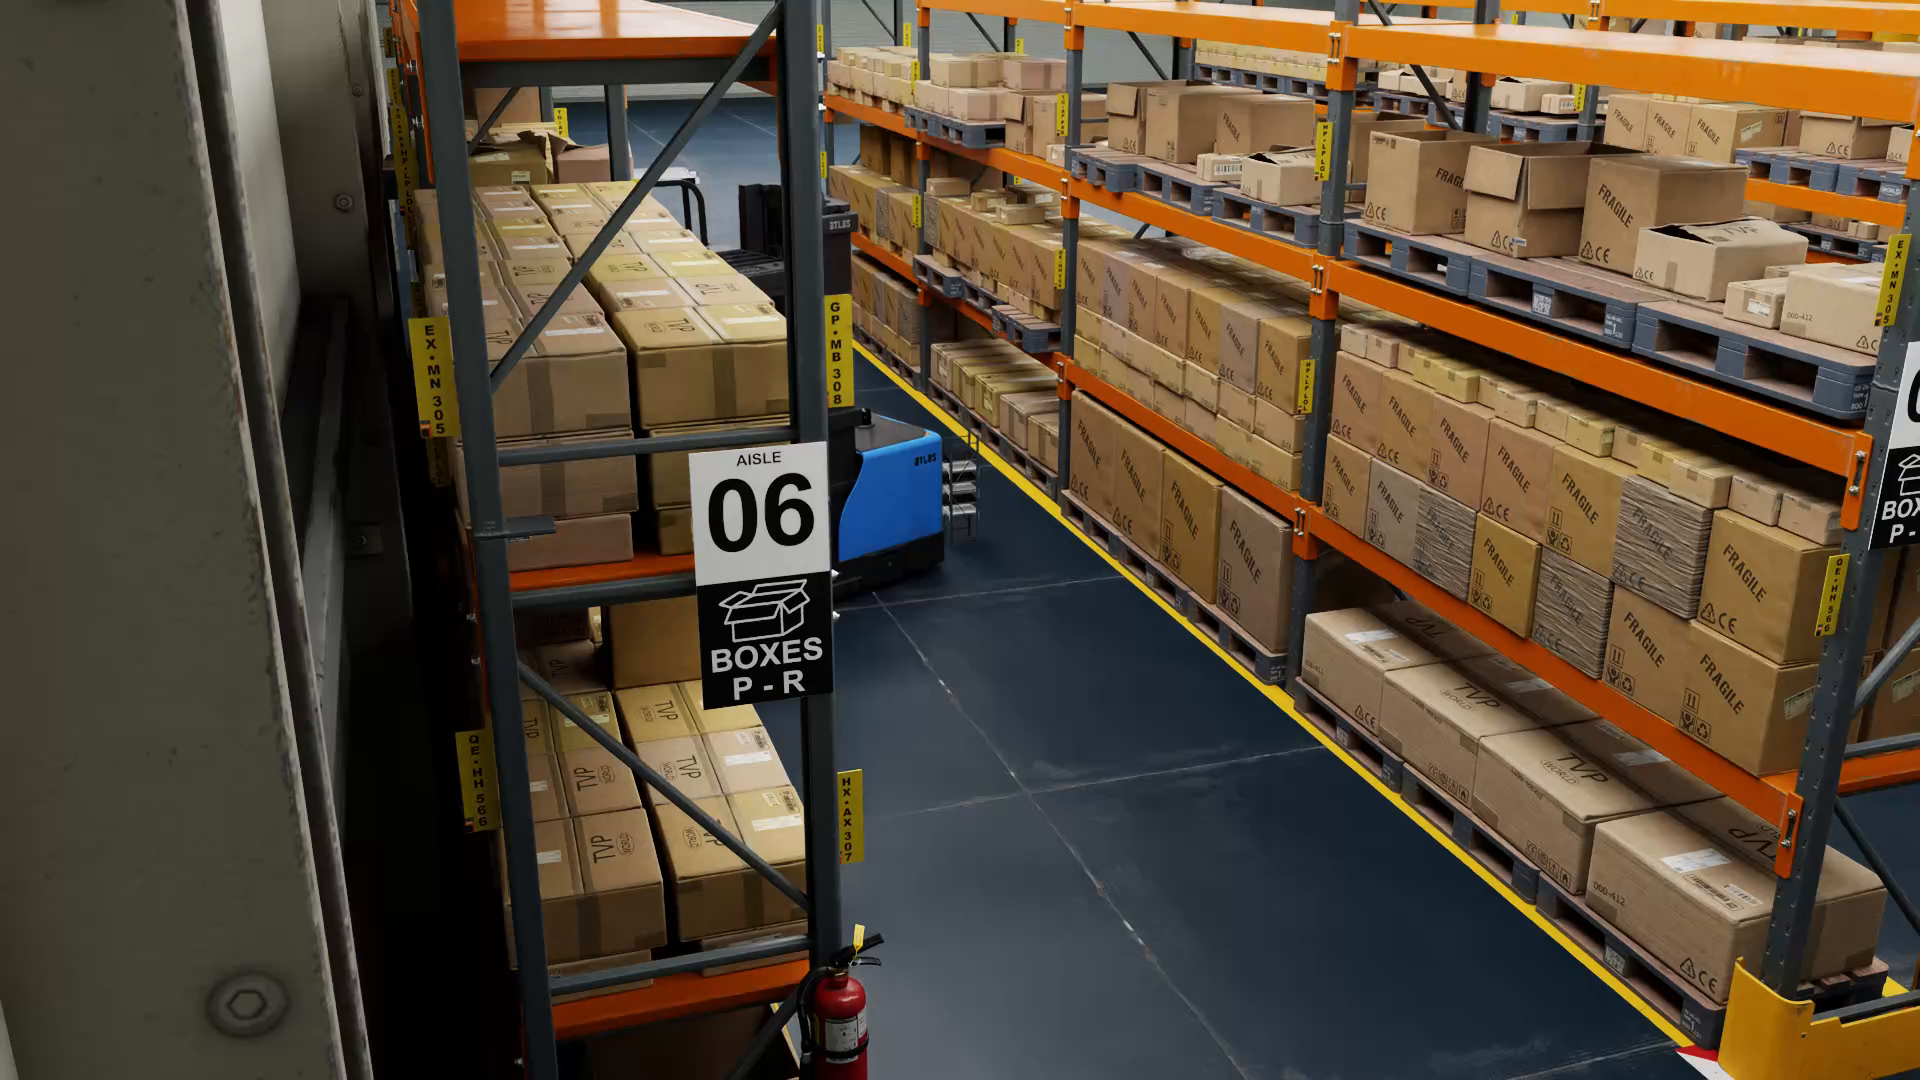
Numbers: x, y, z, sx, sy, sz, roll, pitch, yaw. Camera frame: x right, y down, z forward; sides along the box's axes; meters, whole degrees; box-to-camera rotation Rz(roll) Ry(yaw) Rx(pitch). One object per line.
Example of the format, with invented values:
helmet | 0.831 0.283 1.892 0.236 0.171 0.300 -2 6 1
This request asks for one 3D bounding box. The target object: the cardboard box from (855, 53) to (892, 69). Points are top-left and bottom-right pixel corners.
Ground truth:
cardboard box | -0.974 -5.437 18.871 0.380 0.149 0.250 -6 21 -16

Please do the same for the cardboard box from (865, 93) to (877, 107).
cardboard box | -0.860 -4.978 18.773 0.380 0.149 0.250 -7 21 -19

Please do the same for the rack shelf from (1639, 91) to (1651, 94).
rack shelf | 8.849 -5.804 21.766 1.077 0.370 4.000 -6 21 -17

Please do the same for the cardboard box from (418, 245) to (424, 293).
cardboard box | -2.238 -1.229 7.746 0.500 0.250 0.500 -7 21 -18

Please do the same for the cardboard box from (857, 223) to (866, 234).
cardboard box | -1.029 -3.732 19.741 0.380 0.149 0.250 -6 21 -16

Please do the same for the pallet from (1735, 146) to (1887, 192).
pallet | 6.830 -2.893 12.874 1.213 0.211 1.003 -6 21 -17

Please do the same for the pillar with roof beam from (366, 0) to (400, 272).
pillar with roof beam | -4.334 -8.679 24.267 9.100 9.000 0.400 -6 21 -17

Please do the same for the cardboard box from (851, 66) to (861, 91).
cardboard box | -0.948 -5.286 19.040 0.500 0.250 0.500 -6 21 -16

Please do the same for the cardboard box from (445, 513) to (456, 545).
cardboard box | -3.307 -0.094 11.358 0.380 0.149 0.250 -7 21 -20

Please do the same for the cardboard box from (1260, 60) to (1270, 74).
cardboard box | 3.838 -5.706 20.029 0.380 0.149 0.250 -6 21 -17

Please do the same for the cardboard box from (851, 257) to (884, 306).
cardboard box | -1.020 -3.114 19.985 0.500 0.500 0.500 -7 21 -19

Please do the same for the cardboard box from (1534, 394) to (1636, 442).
cardboard box | 3.021 -0.592 8.042 0.380 0.149 0.250 -6 21 -15

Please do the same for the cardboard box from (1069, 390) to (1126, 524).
cardboard box | 1.465 -0.720 13.506 0.875 0.875 0.875 -7 21 -18

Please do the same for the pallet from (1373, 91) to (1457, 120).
pallet | 5.072 -4.628 17.708 0.805 0.209 1.217 -7 21 -19

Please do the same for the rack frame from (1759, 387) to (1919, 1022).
rack frame | 3.841 0.814 6.712 1.000 3.000 0.127 -6 21 -17

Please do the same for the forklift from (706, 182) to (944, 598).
forklift | -1.551 -0.952 11.731 3.031 2.935 1.130 -17 26 -39

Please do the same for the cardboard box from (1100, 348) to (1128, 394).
cardboard box | 1.420 -1.336 12.920 0.500 0.250 0.500 -7 21 -19

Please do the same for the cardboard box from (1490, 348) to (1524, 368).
cardboard box | 3.128 -0.971 9.095 0.380 0.149 0.250 -7 21 -18

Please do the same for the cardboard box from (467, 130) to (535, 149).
cardboard box | -2.403 -1.986 8.621 0.396 0.266 0.258 -6 21 -17

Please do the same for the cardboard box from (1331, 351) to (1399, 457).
cardboard box | 2.504 -0.808 9.603 0.500 0.500 0.500 -6 21 -17

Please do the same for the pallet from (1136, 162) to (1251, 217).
pallet | 1.934 -2.516 11.826 1.003 0.211 1.213 -5 20 -15

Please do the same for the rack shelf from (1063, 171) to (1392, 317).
rack shelf | 1.955 -2.184 11.687 1.077 0.370 4.000 -6 21 -17

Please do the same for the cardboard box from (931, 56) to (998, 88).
cardboard box | 0.039 -4.422 15.713 0.500 0.250 0.500 -7 21 -18

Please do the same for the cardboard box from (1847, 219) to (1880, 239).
cardboard box | 9.954 -3.447 18.153 0.396 0.266 0.258 -7 21 -19

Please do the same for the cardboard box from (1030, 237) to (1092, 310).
cardboard box | 0.920 -2.254 14.045 0.500 0.500 0.500 -7 21 -19

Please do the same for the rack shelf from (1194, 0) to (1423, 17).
rack shelf | 4.108 -6.533 19.950 1.077 0.370 4.000 -6 21 -17

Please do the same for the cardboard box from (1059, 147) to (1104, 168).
cardboard box | 1.028 -3.125 13.614 0.380 0.149 0.250 -6 21 -17

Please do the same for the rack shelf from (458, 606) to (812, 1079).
rack shelf | -1.498 1.040 7.149 1.077 0.370 4.000 -6 21 -17

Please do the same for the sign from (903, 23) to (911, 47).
sign | -0.655 -6.201 20.496 0.100 0.325 0.005 -6 21 -17

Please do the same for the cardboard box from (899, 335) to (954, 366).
cardboard box | -0.371 -2.101 18.276 0.500 0.250 0.500 -5 20 -15

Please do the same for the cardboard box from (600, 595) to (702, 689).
cardboard box | -1.228 0.265 6.914 0.500 0.500 0.500 -6 21 -16

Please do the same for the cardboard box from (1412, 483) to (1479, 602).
cardboard box | 2.787 -0.016 8.875 0.500 0.500 0.500 -6 21 -17

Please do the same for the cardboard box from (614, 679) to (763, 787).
cardboard box | -1.078 0.775 6.603 0.500 0.250 0.500 -7 21 -18

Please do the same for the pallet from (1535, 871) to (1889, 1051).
pallet | 3.516 1.878 7.875 1.003 0.211 1.213 -6 21 -17

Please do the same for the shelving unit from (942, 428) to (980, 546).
shelving unit | 0.003 -0.421 13.257 0.258 0.900 0.210 -6 21 -17

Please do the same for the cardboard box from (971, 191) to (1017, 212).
cardboard box | 0.321 -3.200 15.720 0.380 0.149 0.250 -5 20 -14

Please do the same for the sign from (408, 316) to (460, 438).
sign | -1.403 -0.433 4.437 0.100 0.325 0.005 -6 21 -17

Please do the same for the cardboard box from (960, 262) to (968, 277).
cardboard box | 0.216 -2.654 16.119 0.380 0.149 0.250 -6 21 -16

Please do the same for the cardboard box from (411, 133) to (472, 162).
cardboard box | -3.400 -2.582 10.923 0.380 0.149 0.250 -6 21 -17

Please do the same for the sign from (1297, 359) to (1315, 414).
sign | 2.072 -0.916 9.934 0.100 0.325 0.005 -6 21 -17

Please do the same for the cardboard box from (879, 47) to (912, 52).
cardboard box | -0.757 -5.825 19.951 0.380 0.149 0.250 -6 21 -16

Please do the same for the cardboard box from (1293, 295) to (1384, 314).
cardboard box | 2.532 -1.319 11.024 0.500 0.500 0.500 -7 21 -18

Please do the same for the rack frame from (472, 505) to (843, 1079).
rack frame | -0.870 1.343 5.240 1.000 3.000 0.127 -6 21 -17

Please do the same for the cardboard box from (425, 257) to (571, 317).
cardboard box | -1.609 -0.818 5.861 0.500 0.250 0.500 -6 21 -17

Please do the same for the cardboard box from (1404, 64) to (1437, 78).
cardboard box | 5.111 -4.971 17.834 0.500 0.250 0.500 -6 21 -17

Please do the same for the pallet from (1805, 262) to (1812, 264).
pallet | 13.241 -4.306 25.093 1.003 0.211 1.213 -6 21 -17

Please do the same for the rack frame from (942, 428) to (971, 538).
rack frame | -0.029 -0.454 13.348 0.240 0.900 0.006 -6 21 -17

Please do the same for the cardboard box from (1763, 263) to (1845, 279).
cardboard box | 3.718 -1.097 7.200 0.380 0.149 0.250 -6 21 -15

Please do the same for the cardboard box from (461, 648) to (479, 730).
cardboard box | -2.562 0.912 9.517 0.500 0.500 0.500 -6 21 -17

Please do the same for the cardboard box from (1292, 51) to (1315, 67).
cardboard box | 4.180 -5.614 19.184 0.500 0.250 0.500 -6 21 -17

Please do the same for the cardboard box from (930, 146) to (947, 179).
cardboard box | -0.003 -4.025 18.117 0.700 0.500 0.500 -6 21 -17

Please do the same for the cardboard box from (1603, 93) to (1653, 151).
cardboard box | 5.921 -3.559 14.301 0.500 0.500 0.500 -6 21 -17

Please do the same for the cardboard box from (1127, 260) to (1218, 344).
cardboard box | 1.563 -1.760 12.253 0.500 0.500 0.500 -6 21 -16
